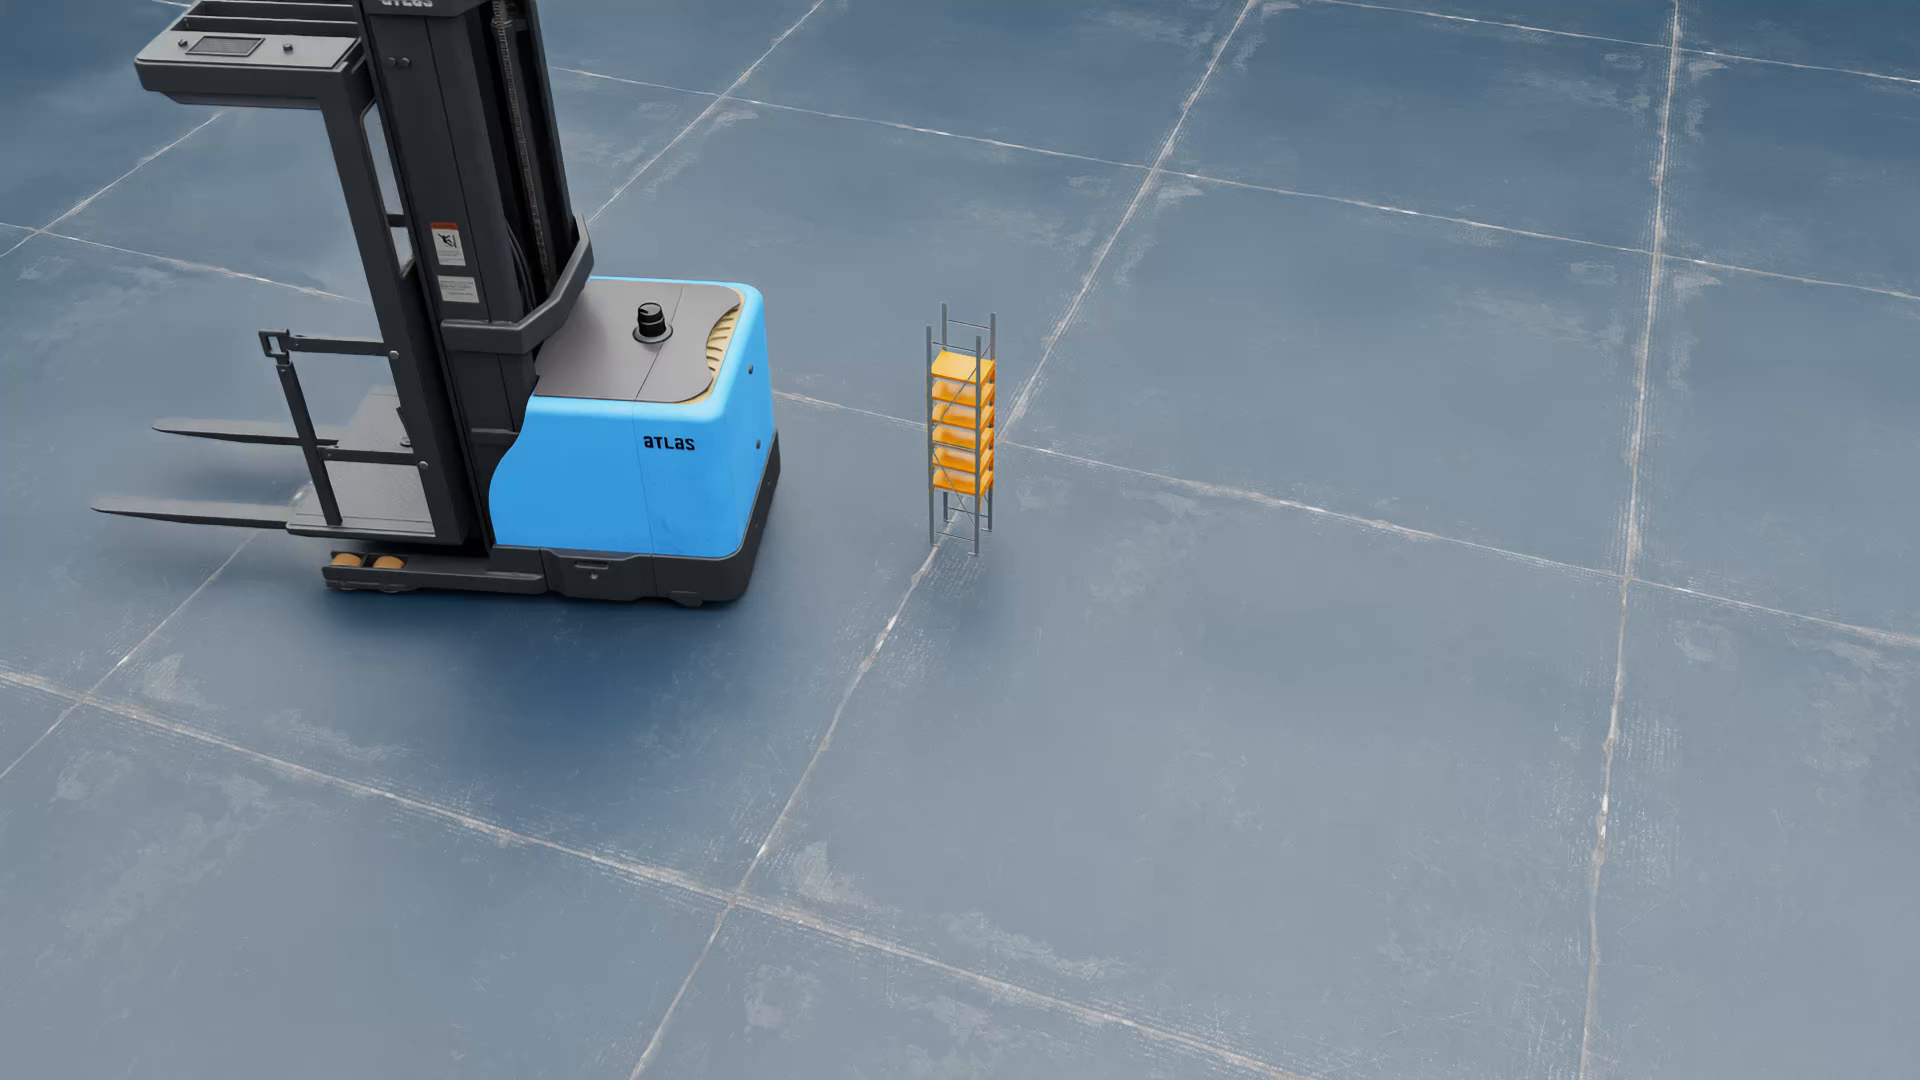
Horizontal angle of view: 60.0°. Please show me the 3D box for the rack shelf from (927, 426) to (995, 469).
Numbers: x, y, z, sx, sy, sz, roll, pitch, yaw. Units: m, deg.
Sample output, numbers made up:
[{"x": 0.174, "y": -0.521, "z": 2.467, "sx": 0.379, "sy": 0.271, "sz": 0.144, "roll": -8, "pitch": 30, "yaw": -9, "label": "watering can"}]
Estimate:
[{"x": 0.005, "y": -0.431, "z": 7.353, "sx": 0.258, "sy": 0.103, "sz": 0.180, "roll": 13, "pitch": 42, "yaw": 15, "label": "rack shelf"}]

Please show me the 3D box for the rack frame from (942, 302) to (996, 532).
[{"x": 0.036, "y": -0.521, "z": 7.390, "sx": 0.240, "sy": 1.200, "sz": 0.006, "roll": 13, "pitch": 42, "yaw": 15, "label": "rack frame"}]

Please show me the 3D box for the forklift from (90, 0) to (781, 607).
[{"x": -2.409, "y": -1.217, "z": 6.872, "sx": 3.031, "sy": 2.935, "sz": 1.130, "roll": 3, "pitch": 41, "yaw": 4, "label": "forklift"}]

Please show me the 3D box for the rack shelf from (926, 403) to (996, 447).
[{"x": 0.005, "y": -0.523, "z": 7.275, "sx": 0.258, "sy": 0.103, "sz": 0.180, "roll": 13, "pitch": 42, "yaw": 15, "label": "rack shelf"}]

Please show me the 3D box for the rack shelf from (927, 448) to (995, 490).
[{"x": 0.005, "y": -0.340, "z": 7.431, "sx": 0.258, "sy": 0.103, "sz": 0.180, "roll": 13, "pitch": 42, "yaw": 15, "label": "rack shelf"}]

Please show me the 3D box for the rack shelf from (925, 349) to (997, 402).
[{"x": 0.005, "y": -0.705, "z": 7.120, "sx": 0.258, "sy": 0.103, "sz": 0.180, "roll": 13, "pitch": 42, "yaw": 15, "label": "rack shelf"}]

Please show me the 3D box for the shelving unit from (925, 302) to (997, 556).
[{"x": 0.005, "y": -0.465, "z": 7.325, "sx": 0.258, "sy": 1.200, "sz": 0.189, "roll": 13, "pitch": 42, "yaw": 15, "label": "shelving unit"}]

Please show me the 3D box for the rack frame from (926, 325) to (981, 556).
[{"x": -0.026, "y": -0.409, "z": 7.259, "sx": 0.240, "sy": 1.200, "sz": 0.006, "roll": 13, "pitch": 42, "yaw": 15, "label": "rack frame"}]

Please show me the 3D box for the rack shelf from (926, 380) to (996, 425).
[{"x": 0.005, "y": -0.614, "z": 7.198, "sx": 0.258, "sy": 0.103, "sz": 0.180, "roll": 13, "pitch": 42, "yaw": 15, "label": "rack shelf"}]

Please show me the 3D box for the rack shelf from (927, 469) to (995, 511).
[{"x": 0.005, "y": -0.249, "z": 7.509, "sx": 0.258, "sy": 0.103, "sz": 0.180, "roll": 13, "pitch": 42, "yaw": 15, "label": "rack shelf"}]
